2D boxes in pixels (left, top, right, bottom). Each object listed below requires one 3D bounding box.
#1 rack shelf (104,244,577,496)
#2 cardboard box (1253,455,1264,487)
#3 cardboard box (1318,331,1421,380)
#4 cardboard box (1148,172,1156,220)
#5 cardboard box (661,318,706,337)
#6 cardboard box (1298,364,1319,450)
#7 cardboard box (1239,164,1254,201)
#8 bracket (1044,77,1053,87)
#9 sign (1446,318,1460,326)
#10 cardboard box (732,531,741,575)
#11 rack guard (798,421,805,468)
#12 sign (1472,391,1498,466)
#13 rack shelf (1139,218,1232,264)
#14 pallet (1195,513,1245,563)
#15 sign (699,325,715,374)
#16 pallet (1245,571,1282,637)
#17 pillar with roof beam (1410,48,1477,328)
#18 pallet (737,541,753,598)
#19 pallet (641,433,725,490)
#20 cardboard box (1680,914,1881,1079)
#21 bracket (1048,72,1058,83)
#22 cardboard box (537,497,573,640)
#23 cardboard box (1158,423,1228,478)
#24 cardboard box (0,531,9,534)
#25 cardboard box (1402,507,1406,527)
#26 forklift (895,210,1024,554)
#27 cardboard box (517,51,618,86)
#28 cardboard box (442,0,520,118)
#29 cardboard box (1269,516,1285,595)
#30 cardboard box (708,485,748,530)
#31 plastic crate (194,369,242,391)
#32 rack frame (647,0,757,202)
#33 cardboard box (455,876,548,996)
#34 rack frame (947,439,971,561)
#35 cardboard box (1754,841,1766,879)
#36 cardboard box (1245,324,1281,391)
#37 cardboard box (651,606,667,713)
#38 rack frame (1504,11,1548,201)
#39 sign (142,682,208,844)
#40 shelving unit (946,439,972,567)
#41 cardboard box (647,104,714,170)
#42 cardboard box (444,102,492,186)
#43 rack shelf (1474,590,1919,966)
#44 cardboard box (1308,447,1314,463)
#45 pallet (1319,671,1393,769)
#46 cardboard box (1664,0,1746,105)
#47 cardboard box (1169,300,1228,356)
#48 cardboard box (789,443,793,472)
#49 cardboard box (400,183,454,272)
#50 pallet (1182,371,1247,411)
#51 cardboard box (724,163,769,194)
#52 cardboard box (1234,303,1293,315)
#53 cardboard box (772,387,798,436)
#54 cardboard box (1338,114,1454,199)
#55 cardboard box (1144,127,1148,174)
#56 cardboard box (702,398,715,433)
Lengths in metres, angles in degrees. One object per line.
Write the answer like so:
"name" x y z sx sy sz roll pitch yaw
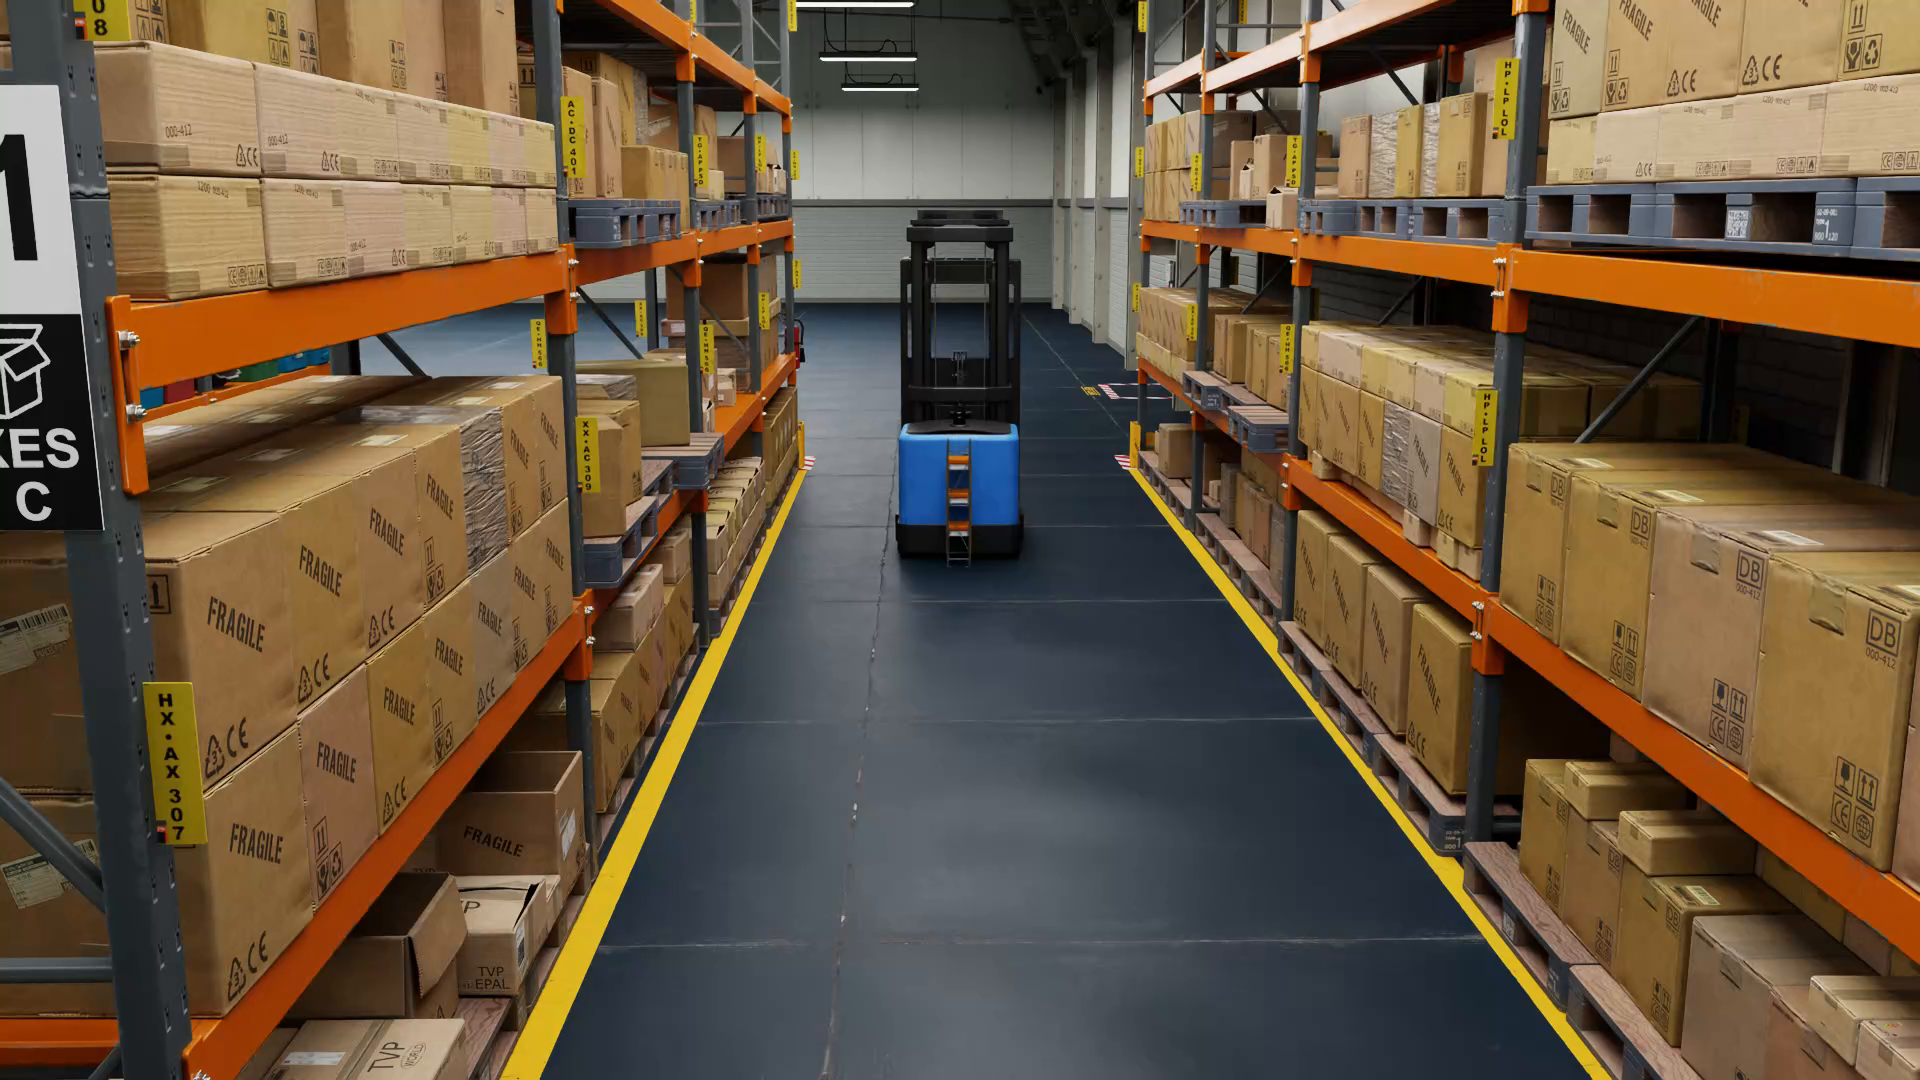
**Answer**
"rack shelf" -2.101 -0.656 5.015 1.077 0.370 4.000 0 11 -1
"cardboard box" 2.704 -0.569 13.612 0.500 0.250 0.500 -1 11 -3
"cardboard box" 2.491 -1.127 10.132 0.500 0.250 0.500 0 11 -2
"cardboard box" 2.295 -3.697 17.893 0.500 0.500 0.500 1 11 3
"cardboard box" -2.527 -1.947 15.228 0.380 0.149 0.250 0 11 -1
"cardboard box" 2.482 -0.860 10.702 0.500 0.500 0.500 0 11 1
"cardboard box" 2.589 -2.949 13.672 0.500 0.311 0.500 0 11 1
"bracket" 2.475 -12.791 46.421 0.235 0.232 0.430 0 11 -1
"sign" 3.283 -1.323 11.124 0.100 0.325 0.005 0 11 -1
"cardboard box" -1.970 0.102 12.873 0.500 0.250 0.500 -1 11 -3
"rack guard" -2.391 -1.102 19.231 1.175 0.500 0.348 0 11 -1
"sign" 2.268 -0.482 7.177 0.100 0.325 0.005 0 11 -1
"rack shelf" 2.604 -3.063 16.877 1.077 0.370 4.000 0 11 -1
"pallet" 2.663 -0.026 14.658 1.003 0.211 1.213 0 11 -1
"sign" -1.682 -1.264 11.034 0.100 0.325 0.005 0 11 -1
"pallet" 2.713 0.459 12.268 1.003 0.211 1.213 0 11 -1
"pillar with roof beam" -0.738 -3.937 11.832 9.100 9.000 0.400 0 11 -1
"pallet" -2.225 0.229 13.398 1.003 0.211 1.213 0 11 -1
"pallet" -2.141 -0.503 10.477 1.213 0.211 1.003 0 11 -1
"cardboard box" 2.757 1.519 5.260 0.700 0.500 0.500 -1 11 -3
"bracket" 2.529 -12.279 43.897 0.076 0.066 4.783 0 11 -1
"cardboard box" -1.875 0.113 6.707 0.500 0.500 0.500 0 11 0
"cardboard box" 2.464 -0.936 17.310 0.700 0.500 0.500 -1 12 -5
"cardboard box" -2.344 0.232 3.603 0.500 0.500 0.500 0 11 -2
"cardboard box" 2.528 -0.113 8.654 0.380 0.149 0.250 0 11 -1
"forklift" 0.008 -1.560 15.377 1.130 2.935 3.031 0 11 1
"cardboard box" -2.201 -2.451 9.286 0.500 0.500 0.500 0 11 -1
"cardboard box" -2.094 -1.849 6.318 0.700 0.500 0.500 0 11 -1
"cardboard box" 2.661 0.114 12.134 0.700 0.500 0.500 0 11 0
"cardboard box" -1.981 -0.278 13.334 0.500 0.311 0.500 0 11 -2
"plastic crate" -7.144 -1.581 15.465 0.767 0.338 0.504 0 11 -1
"rack frame" -2.307 -4.467 14.443 1.000 3.000 0.127 0 11 -1
"cardboard box" -1.831 1.427 6.137 0.500 0.311 0.500 0 11 -1
"rack frame" -0.008 -0.335 14.072 0.200 1.050 0.008 0 11 1
"cardboard box" 2.942 1.071 5.837 0.380 0.149 0.250 0 11 -1
"cardboard box" 2.671 -1.469 13.399 0.700 0.500 0.500 1 12 7
"cardboard box" -1.943 0.670 9.393 0.500 0.500 0.500 -1 11 -3
"rack frame" 2.810 -2.898 6.709 1.000 3.000 0.127 0 11 -1
"sign" -1.517 0.432 3.207 0.100 0.325 0.005 0 11 -1
"shelving unit" -0.009 -0.311 13.953 0.215 1.050 0.252 0 11 1
"cardboard box" -2.299 -3.261 13.478 0.500 0.500 0.500 1 12 4
"cardboard box" -1.846 -1.284 5.417 0.500 0.250 0.500 0 11 -1
"rack shelf" 2.852 0.793 5.417 1.077 0.370 4.000 0 11 -1
"cardboard box" 2.503 -0.573 10.920 0.380 0.149 0.250 0 11 -2
"pallet" 2.691 1.013 9.535 1.003 0.211 1.213 0 11 -1
"cardboard box" 2.577 -1.633 5.204 0.500 0.500 0.500 0 11 -1
"cardboard box" 2.310 -2.043 16.028 0.500 0.500 0.500 0 11 -1
"cardboard box" -2.049 -0.876 17.692 0.500 0.250 0.500 0 11 -1
"cardboard box" -1.842 -0.939 4.977 0.500 0.250 0.500 0 11 -1
"pallet" 2.515 -1.301 14.411 1.003 0.211 1.213 0 11 -1
"cardboard box" -2.065 -3.436 15.723 0.500 0.311 0.500 -1 12 -4
"cardboard box" 2.844 -1.946 15.547 0.500 0.500 0.500 -1 11 -2
"cardboard box" -2.082 -1.442 18.597 0.500 0.500 0.500 0 11 -1
"cardboard box" 2.795 -2.393 10.408 0.700 0.500 0.500 -1 12 -6
"cardboard box" 2.328 -4.284 18.271 0.500 0.500 0.500 -1 12 -5
"cardboard box" -2.050 -0.866 12.010 0.500 0.311 0.500 0 11 -2
